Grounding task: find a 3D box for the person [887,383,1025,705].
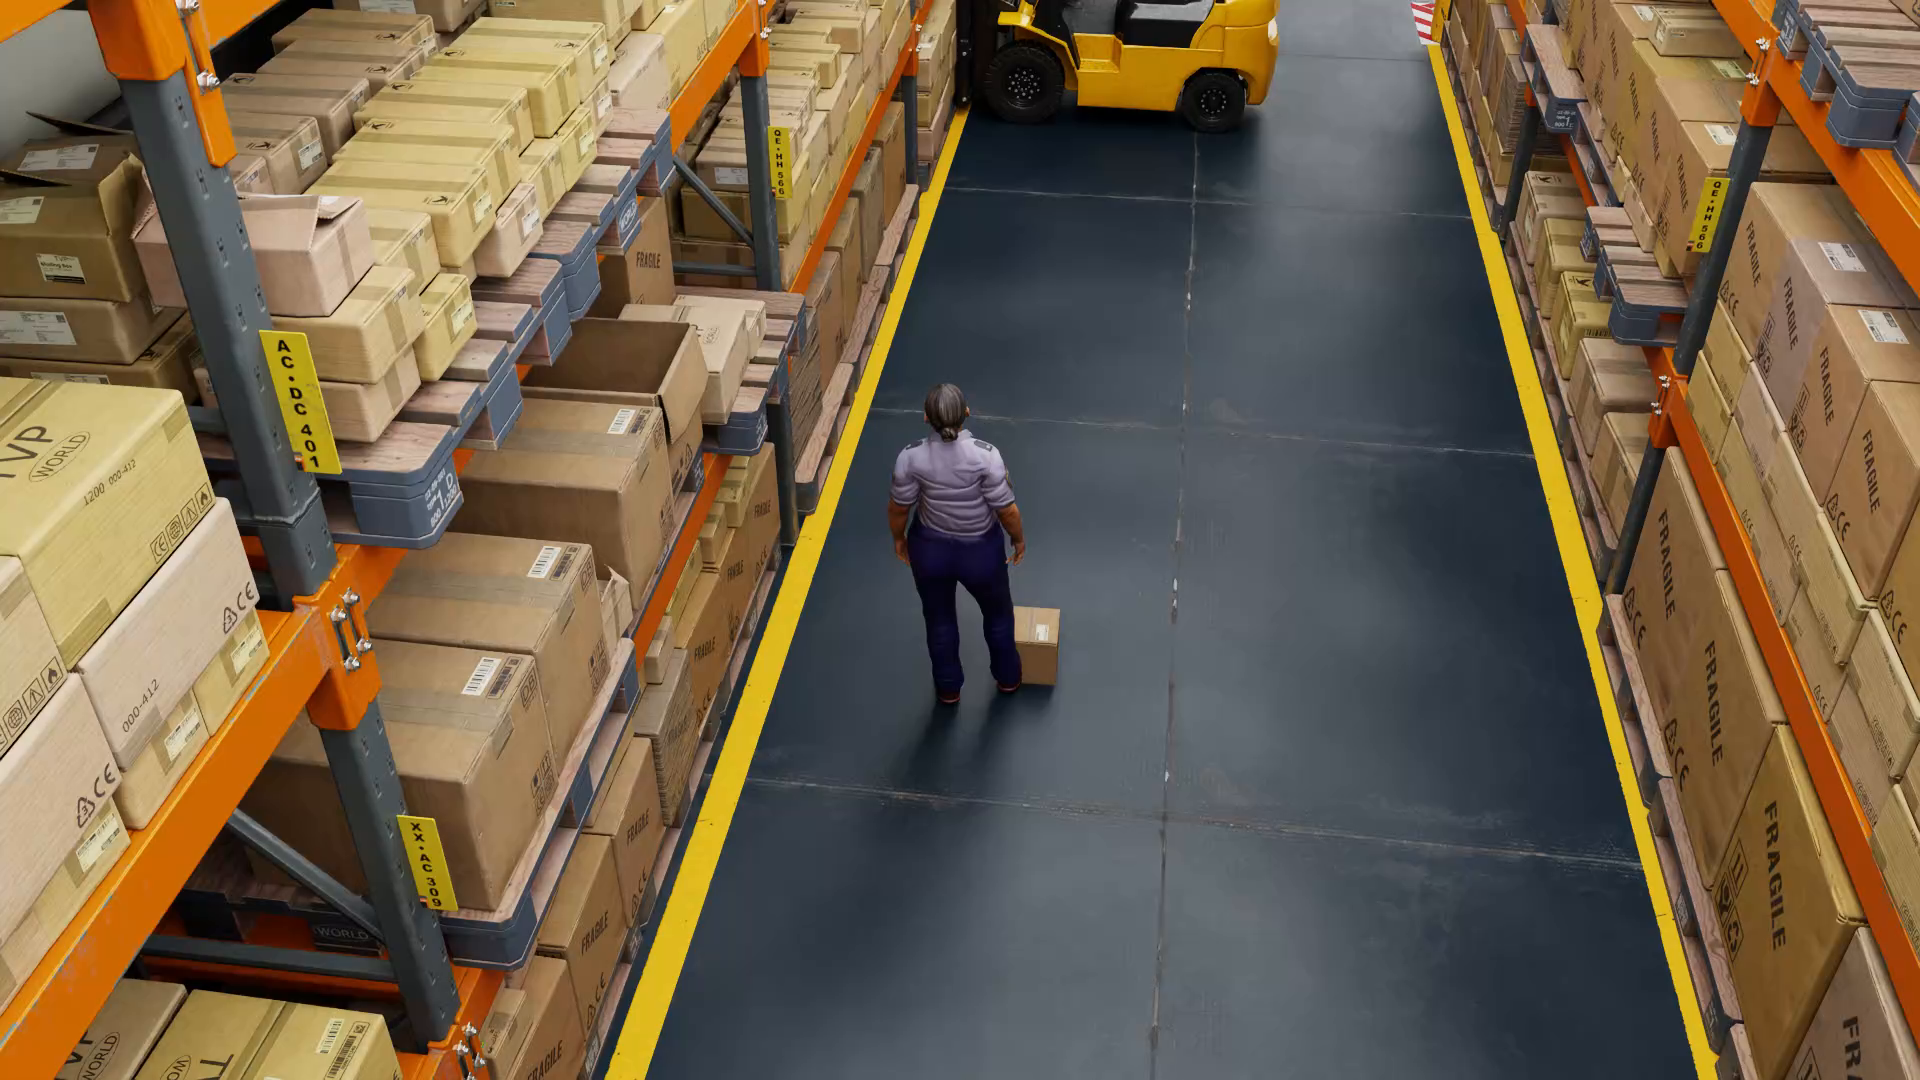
[{"bbox_3d":[0.015,-0.008,7.044,0.598,1.651,0.502,4,37,6],"label":"person"}]
